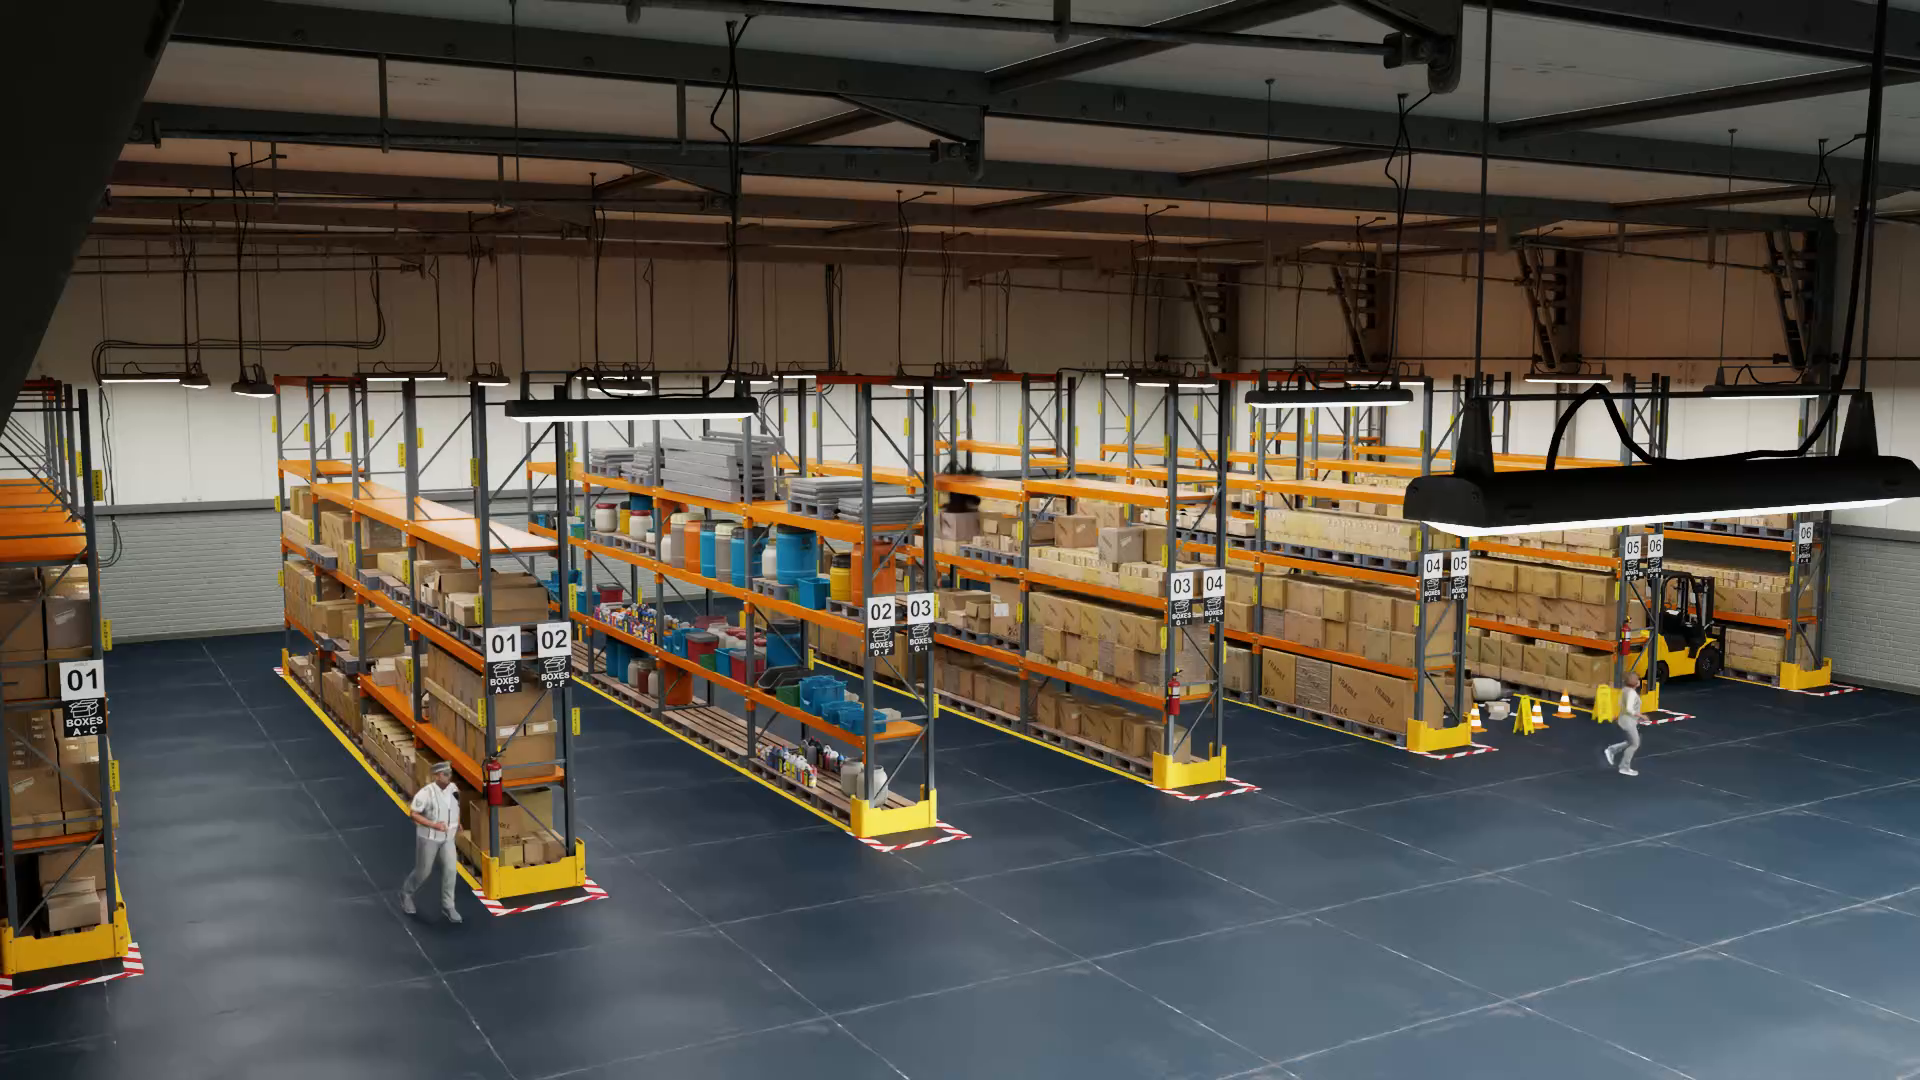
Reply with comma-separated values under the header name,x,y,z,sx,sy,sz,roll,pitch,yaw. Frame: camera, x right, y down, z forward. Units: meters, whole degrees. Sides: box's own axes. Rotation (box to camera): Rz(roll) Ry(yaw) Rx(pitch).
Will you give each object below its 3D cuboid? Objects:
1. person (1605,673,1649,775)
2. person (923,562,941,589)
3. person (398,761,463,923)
name,x,y,z,sx,sy,sz,roll,pitch,yaw
person,10.145,2.803,25.269,0.581,1.569,0.526,1,6,11
person,-0.687,1.288,38.238,0.693,1.741,0.654,-2,7,-22
person,-5.930,3.389,18.939,0.886,1.796,0.714,5,8,37
